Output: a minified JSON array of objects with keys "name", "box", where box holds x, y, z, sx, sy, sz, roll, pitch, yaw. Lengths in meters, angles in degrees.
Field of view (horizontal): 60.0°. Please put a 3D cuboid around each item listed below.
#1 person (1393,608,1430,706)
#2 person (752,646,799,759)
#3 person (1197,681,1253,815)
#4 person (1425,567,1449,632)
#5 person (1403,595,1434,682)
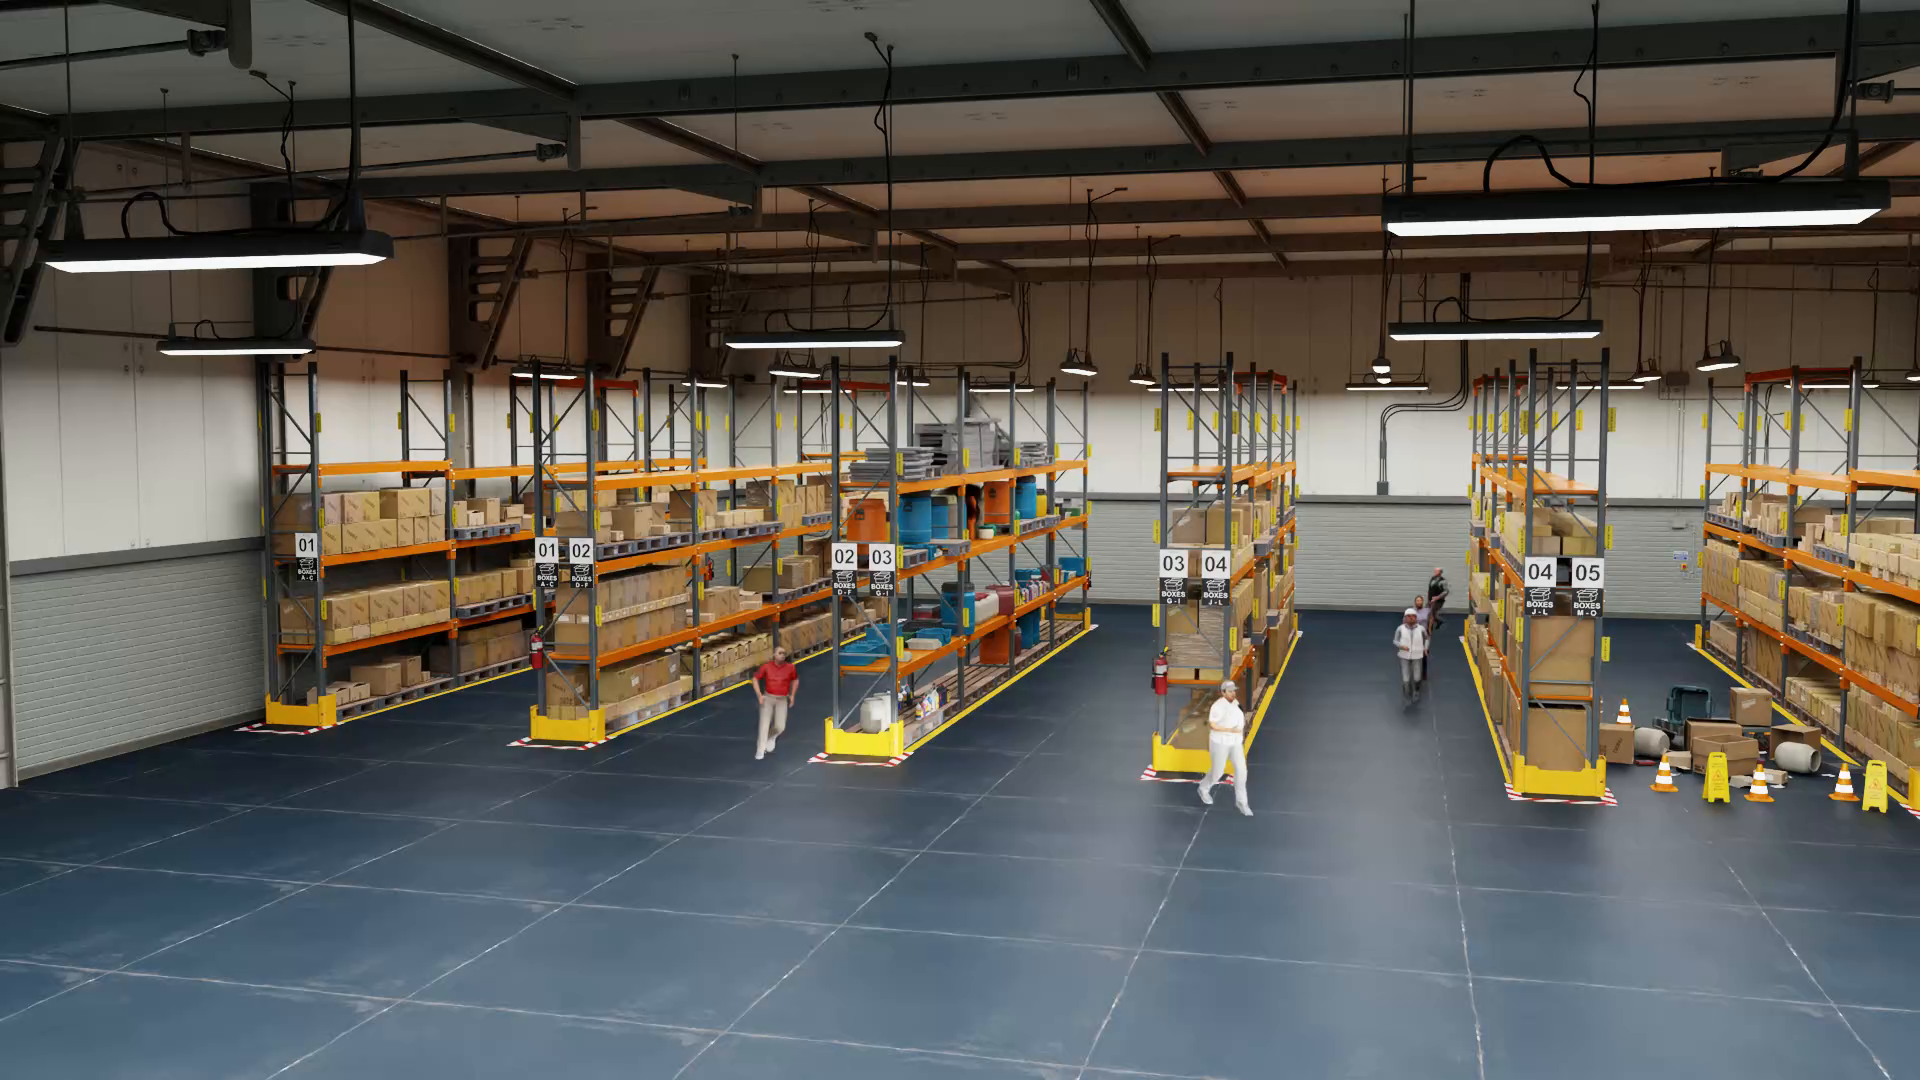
[{"name":"person","box":[7.950,2.071,29.273,0.645,1.732,0.592,1,4,14]},{"name":"person","box":[-2.749,2.464,24.915,0.714,1.600,0.511,-1,4,-13]},{"name":"person","box":[3.425,2.666,21.498,0.617,1.725,0.845,-3,5,-34]},{"name":"person","box":[11.302,1.430,39.242,0.630,1.629,0.721,-1,4,-20]},{"name":"person","box":[8.925,1.925,32.404,0.592,1.699,0.725,1,4,13]}]
